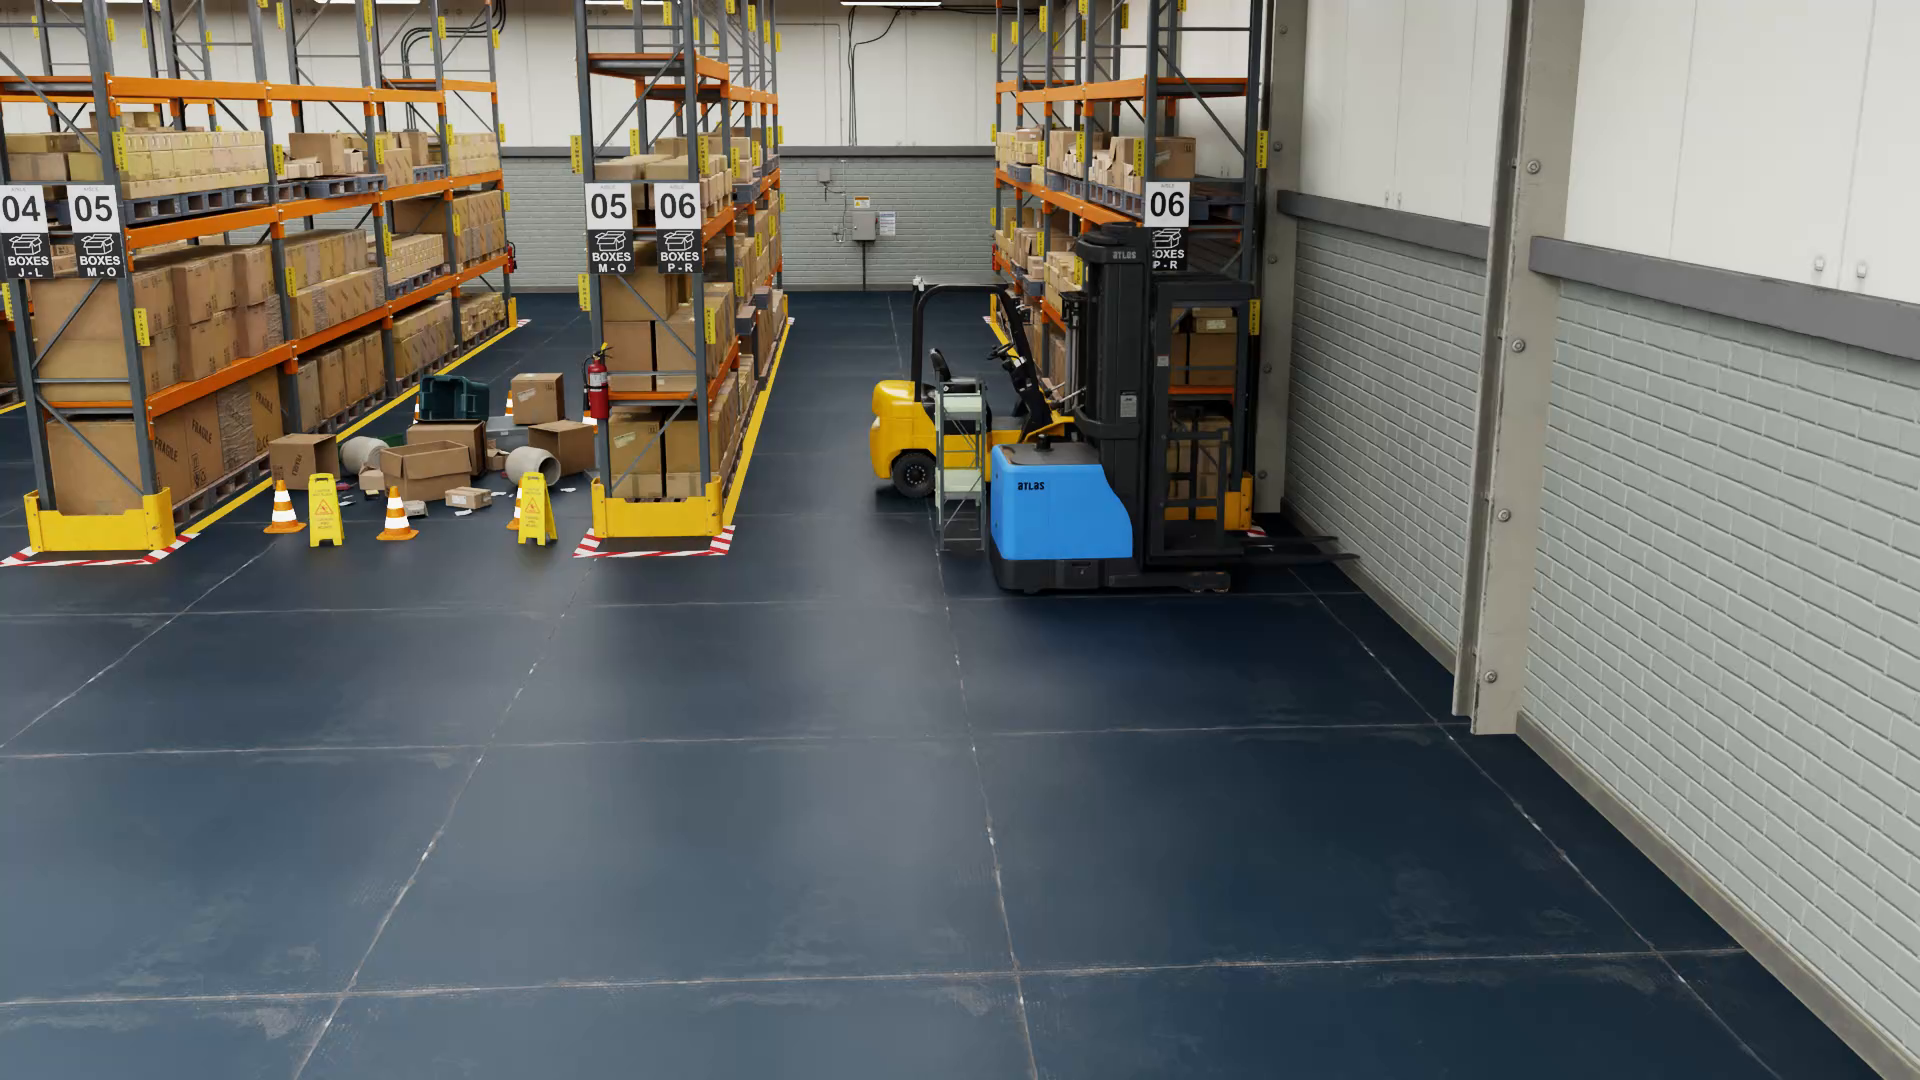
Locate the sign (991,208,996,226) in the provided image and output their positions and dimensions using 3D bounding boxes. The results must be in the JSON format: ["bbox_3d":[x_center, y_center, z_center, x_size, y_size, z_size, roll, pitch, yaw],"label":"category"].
[{"bbox_3d":[0.617,-5.974,30.711,0.100,0.325,0.005,-1,14,-3],"label":"sign"}]

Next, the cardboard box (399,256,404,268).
[{"bbox_3d":[-8.118,-3.940,23.607,0.380,0.149,0.250,-1,14,-3],"label":"cardboard box"}]

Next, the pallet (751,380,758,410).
[{"bbox_3d":[-3.252,-1.951,22.409,1.003,0.211,1.213,-1,14,-3],"label":"pallet"}]

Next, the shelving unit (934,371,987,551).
[{"bbox_3d":[0.000,-0.725,15.057,0.431,1.500,0.755,-1,14,-3],"label":"shelving unit"}]

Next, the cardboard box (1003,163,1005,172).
[{"bbox_3d":[0.945,-6.428,28.699,0.380,0.149,0.250,-1,14,-3],"label":"cardboard box"}]

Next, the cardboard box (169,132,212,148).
[{"bbox_3d":[-7.551,-3.905,16.247,0.380,0.149,0.250,-1,14,-3],"label":"cardboard box"}]

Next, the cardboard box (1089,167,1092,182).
[{"bbox_3d":[1.627,-4.045,18.393,0.380,0.149,0.250,-1,14,-2],"label":"cardboard box"}]

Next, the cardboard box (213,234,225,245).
[{"bbox_3d":[-13.391,-5.287,29.484,0.500,0.250,0.500,-1,14,-4],"label":"cardboard box"}]

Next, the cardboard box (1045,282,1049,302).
[{"bbox_3d":[1.438,-3.387,22.693,0.500,0.250,0.500,-1,14,-3],"label":"cardboard box"}]

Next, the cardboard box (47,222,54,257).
[{"bbox_3d":[-13.257,-4.221,23.423,0.797,0.503,0.637,-1,14,-2],"label":"cardboard box"}]

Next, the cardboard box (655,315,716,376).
[{"bbox_3d":[-2.556,-1.821,15.509,0.500,0.500,0.500,-1,14,-4],"label":"cardboard box"}]

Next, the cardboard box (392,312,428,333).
[{"bbox_3d":[-8.084,-3.175,24.238,0.500,0.250,0.500,-1,14,-3],"label":"cardboard box"}]

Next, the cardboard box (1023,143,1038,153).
[{"bbox_3d":[1.141,-5.832,24.740,0.380,0.149,0.250,-1,14,-3],"label":"cardboard box"}]

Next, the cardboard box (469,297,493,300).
[{"bbox_3d":[-8.390,-4.176,29.144,0.380,0.149,0.250,-1,15,-6],"label":"cardboard box"}]

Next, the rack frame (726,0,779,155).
[{"bbox_3d":[-3.795,-8.391,29.802,1.000,3.000,0.127,-1,14,-3],"label":"rack frame"}]

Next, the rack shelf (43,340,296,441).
[{"bbox_3d":[-7.862,-1.554,16.712,1.077,0.370,4.000,-1,14,-3],"label":"rack shelf"}]

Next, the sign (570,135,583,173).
[{"bbox_3d":[-3.359,-3.384,14.586,0.100,0.325,0.005,-1,14,-3],"label":"sign"}]

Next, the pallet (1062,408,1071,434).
[{"bbox_3d":[1.818,-1.411,20.309,1.003,0.211,1.213,-1,14,-3],"label":"pallet"}]

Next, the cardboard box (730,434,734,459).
[{"bbox_3d":[-2.677,-0.971,17.680,0.500,0.250,0.500,-1,14,-3],"label":"cardboard box"}]

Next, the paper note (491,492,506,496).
[{"bbox_3d":[-4.752,-0.481,17.080,0.148,0.019,0.142,4,15,16],"label":"paper note"}]

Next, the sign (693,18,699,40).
[{"bbox_3d":[-4.103,-7.923,25.790,0.100,0.325,0.005,-1,14,-3],"label":"sign"}]

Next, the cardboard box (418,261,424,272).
[{"bbox_3d":[-8.175,-4.051,24.637,0.380,0.149,0.250,0,14,-1],"label":"cardboard box"}]

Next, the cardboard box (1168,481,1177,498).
[{"bbox_3d":[1.806,-0.567,16.111,0.500,0.250,0.500,-1,14,-3],"label":"cardboard box"}]

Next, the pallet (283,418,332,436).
[{"bbox_3d":[-8.109,-1.240,19.645,1.003,0.211,1.213,-1,14,-3],"label":"pallet"}]

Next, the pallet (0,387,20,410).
[{"bbox_3d":[-13.143,-1.798,21.814,1.003,0.211,1.213,-1,14,-3],"label":"pallet"}]

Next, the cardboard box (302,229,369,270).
[{"bbox_3d":[-8.216,-3.815,21.851,0.700,0.500,0.500,-1,14,-4],"label":"cardboard box"}]

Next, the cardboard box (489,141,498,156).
[{"bbox_3d":[-8.447,-6.895,29.308,0.500,0.250,0.500,-1,14,-5],"label":"cardboard box"}]

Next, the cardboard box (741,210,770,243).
[{"bbox_3d":[-3.269,-4.916,26.129,0.500,0.500,0.500,0,14,-2],"label":"cardboard box"}]

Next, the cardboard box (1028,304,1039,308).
[{"bbox_3d":[1.285,-3.650,26.290,0.380,0.149,0.250,-2,15,-6],"label":"cardboard box"}]

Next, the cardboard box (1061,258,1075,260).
[{"bbox_3d":[1.514,-3.595,21.702,0.380,0.149,0.250,-1,14,-3],"label":"cardboard box"}]

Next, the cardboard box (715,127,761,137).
[{"bbox_3d":[-3.663,-6.580,27.534,0.797,0.503,0.637,0,14,1],"label":"cardboard box"}]

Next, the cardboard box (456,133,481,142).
[{"bbox_3d":[-8.401,-6.866,28.395,0.380,0.149,0.250,-1,14,-5],"label":"cardboard box"}]

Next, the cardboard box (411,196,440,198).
[{"bbox_3d":[-8.835,-5.434,27.548,0.500,0.500,0.500,-1,14,-2],"label":"cardboard box"}]

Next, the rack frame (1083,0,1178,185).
[{"bbox_3d":[1.902,-5.484,18.504,1.000,3.000,0.127,-1,14,-3],"label":"rack frame"}]

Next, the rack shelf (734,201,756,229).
[{"bbox_3d":[-3.176,-4.103,20.600,1.077,0.370,4.000,-1,14,-3],"label":"rack shelf"}]

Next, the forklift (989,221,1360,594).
[{"bbox_3d":[1.799,-1.114,13.698,3.031,2.935,1.130,-1,14,-5],"label":"forklift"}]

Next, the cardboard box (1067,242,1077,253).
[{"bbox_3d":[1.779,-3.956,23.560,0.500,0.500,0.500,0,14,-1],"label":"cardboard box"}]

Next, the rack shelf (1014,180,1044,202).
[{"bbox_3d":[1.531,-5.175,24.767,1.077,0.370,4.000,-1,14,-3],"label":"rack shelf"}]

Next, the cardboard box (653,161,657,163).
[{"bbox_3d":[-3.103,-3.556,15.934,0.380,0.149,0.250,-1,14,-3],"label":"cardboard box"}]

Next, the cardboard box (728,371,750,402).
[{"bbox_3d":[-3.179,-1.914,21.099,0.950,0.372,0.625,0,14,-2],"label":"cardboard box"}]

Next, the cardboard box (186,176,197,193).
[{"bbox_3d":[-7.517,-3.392,15.853,0.380,0.149,0.250,-1,14,-4],"label":"cardboard box"}]

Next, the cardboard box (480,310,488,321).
[{"bbox_3d":[-8.291,-3.834,28.412,0.380,0.149,0.250,-1,14,-3],"label":"cardboard box"}]

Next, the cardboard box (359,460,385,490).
[{"bbox_3d":[-6.041,-0.676,17.346,0.396,0.266,0.258,2,15,6],"label":"cardboard box"}]

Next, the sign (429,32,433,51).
[{"bbox_3d":[-9.271,-8.772,29.249,0.100,0.325,0.005,-1,14,-3],"label":"sign"}]

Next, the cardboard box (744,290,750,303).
[{"bbox_3d":[-2.823,-3.050,20.744,0.380,0.149,0.250,0,14,-1],"label":"cardboard box"}]

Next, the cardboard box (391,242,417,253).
[{"bbox_3d":[-8.164,-4.271,24.297,0.380,0.149,0.250,-1,14,-4],"label":"cardboard box"}]

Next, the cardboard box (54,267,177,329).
[{"bbox_3d":[-7.849,-2.228,15.423,0.875,0.550,0.550,-1,14,-3],"label":"cardboard box"}]

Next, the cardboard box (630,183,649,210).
[{"bbox_3d":[-3.104,-3.153,15.170,0.500,0.250,0.500,-1,14,-4],"label":"cardboard box"}]

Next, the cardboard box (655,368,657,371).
[{"bbox_3d":[-3.083,-1.729,16.454,0.380,0.149,0.250,-1,14,-3],"label":"cardboard box"}]

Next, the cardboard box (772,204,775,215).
[{"bbox_3d":[-3.381,-5.399,28.006,0.500,0.500,0.500,-1,14,-2],"label":"cardboard box"}]

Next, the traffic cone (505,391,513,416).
[{"bbox_3d":[-5.542,-1.616,20.602,0.336,0.463,0.334,-1,14,-3],"label":"traffic cone"}]
